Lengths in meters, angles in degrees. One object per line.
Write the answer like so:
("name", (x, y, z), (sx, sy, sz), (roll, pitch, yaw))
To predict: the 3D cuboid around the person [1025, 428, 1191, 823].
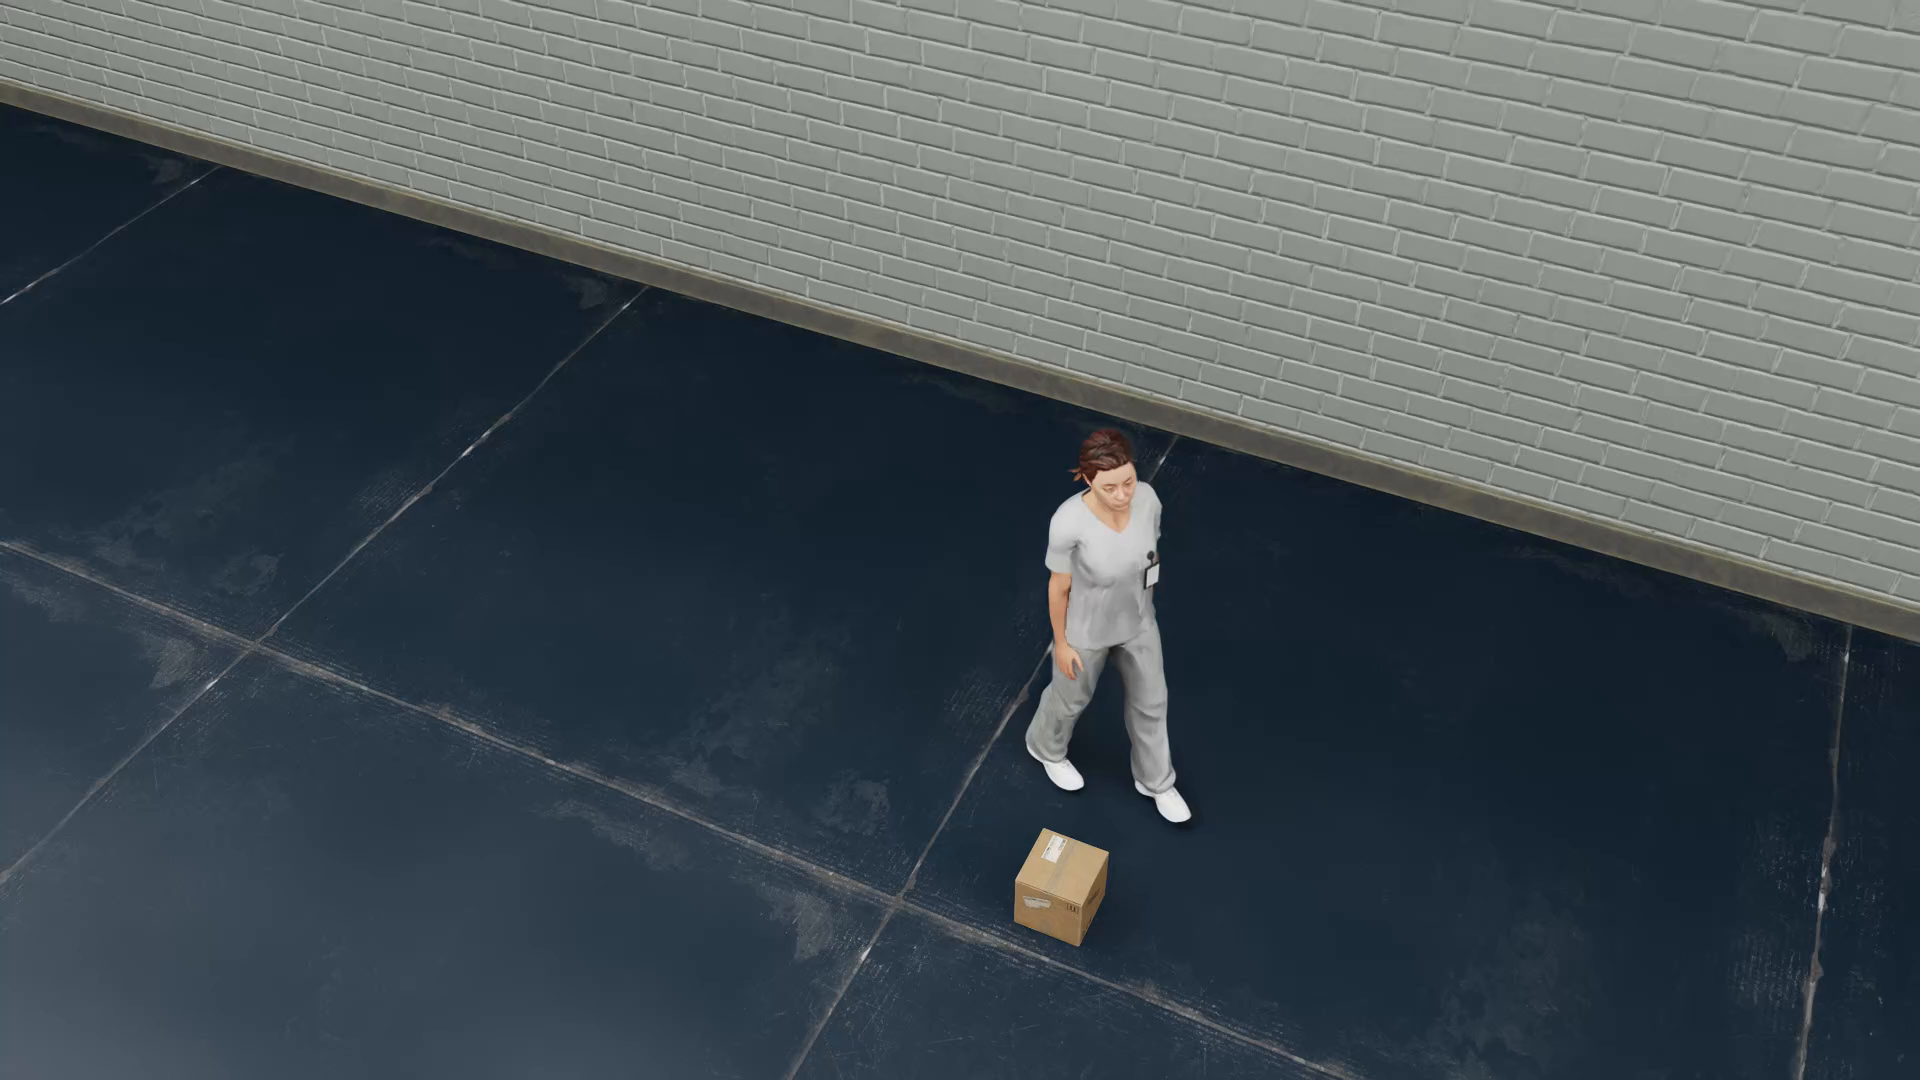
("person", (0.542, 0.330, 5.782), (0.466, 1.666, 0.641), (-17, 45, -18))
